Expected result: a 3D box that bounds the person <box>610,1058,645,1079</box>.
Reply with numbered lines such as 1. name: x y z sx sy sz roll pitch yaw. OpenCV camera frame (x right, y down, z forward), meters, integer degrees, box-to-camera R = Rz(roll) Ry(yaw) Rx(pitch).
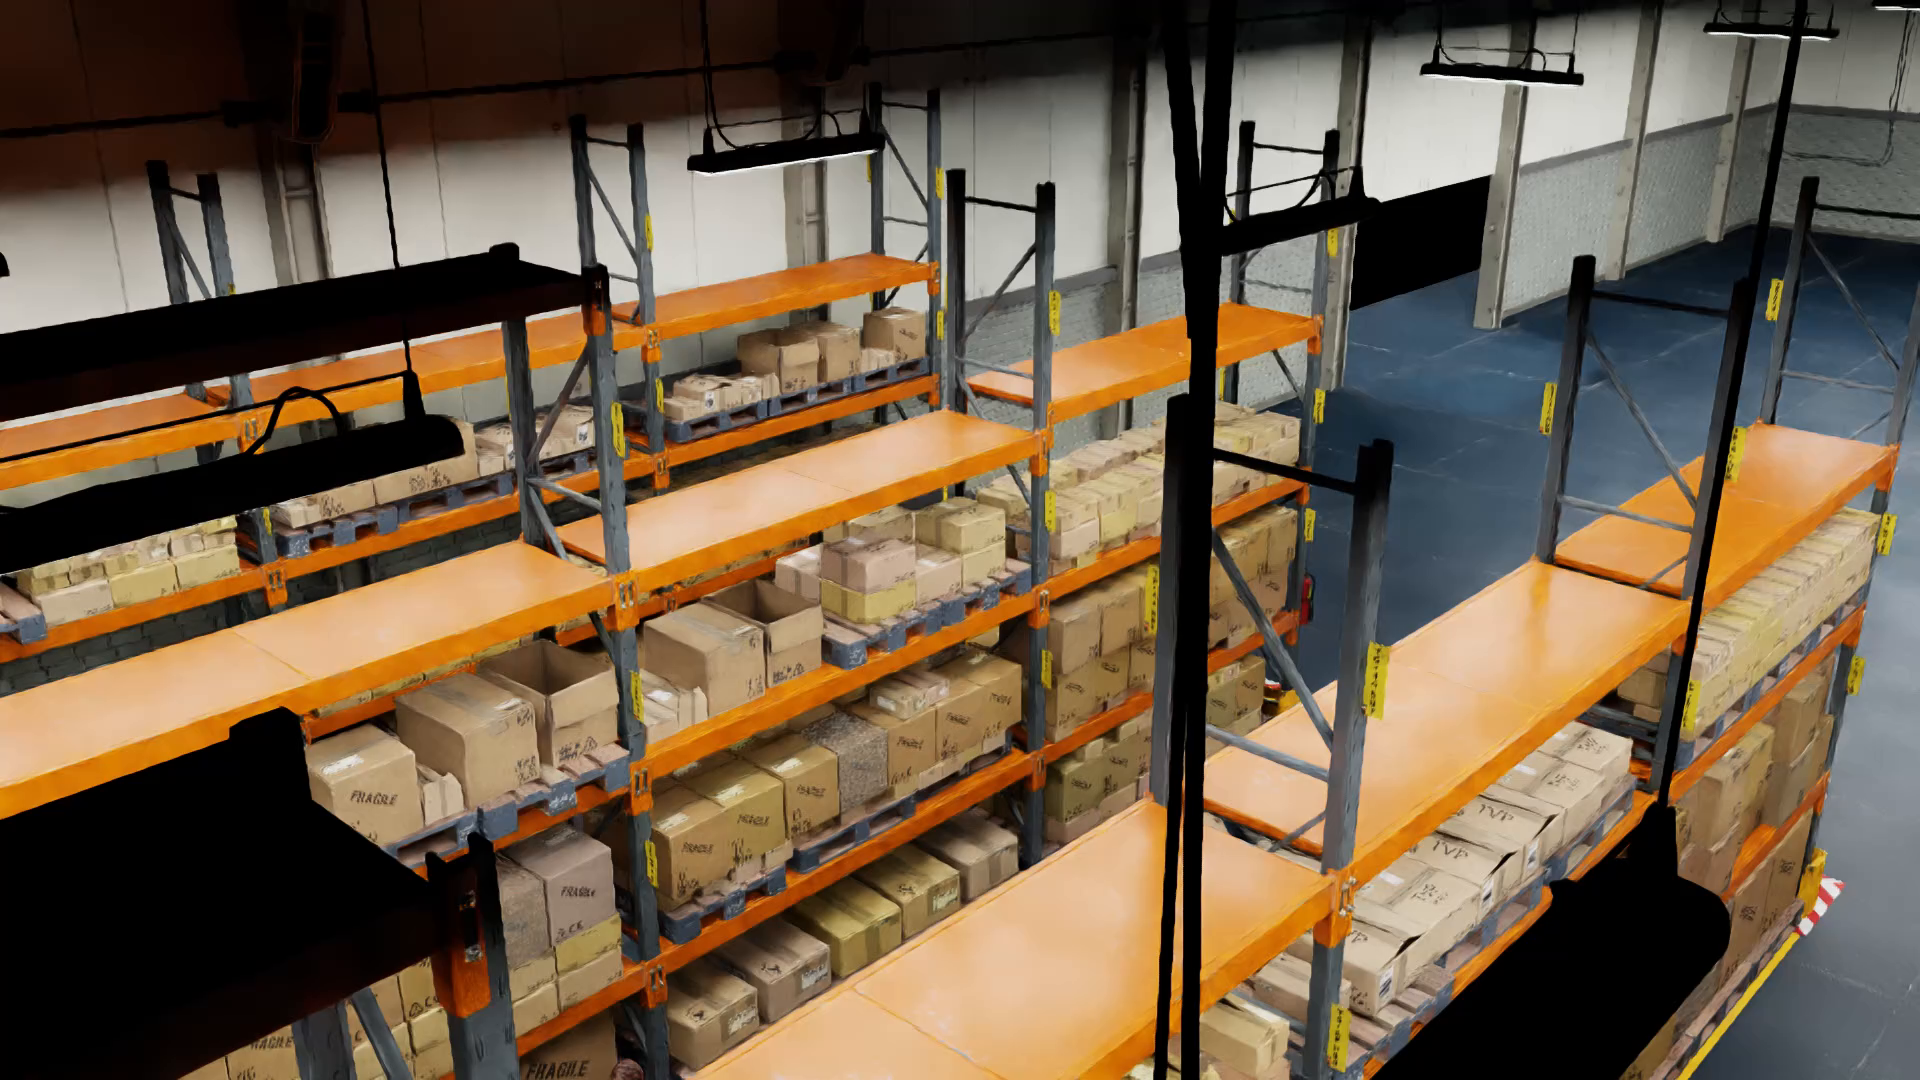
1. person: -1.964 3.795 10.002 0.521 1.589 0.534 -9 23 -22
